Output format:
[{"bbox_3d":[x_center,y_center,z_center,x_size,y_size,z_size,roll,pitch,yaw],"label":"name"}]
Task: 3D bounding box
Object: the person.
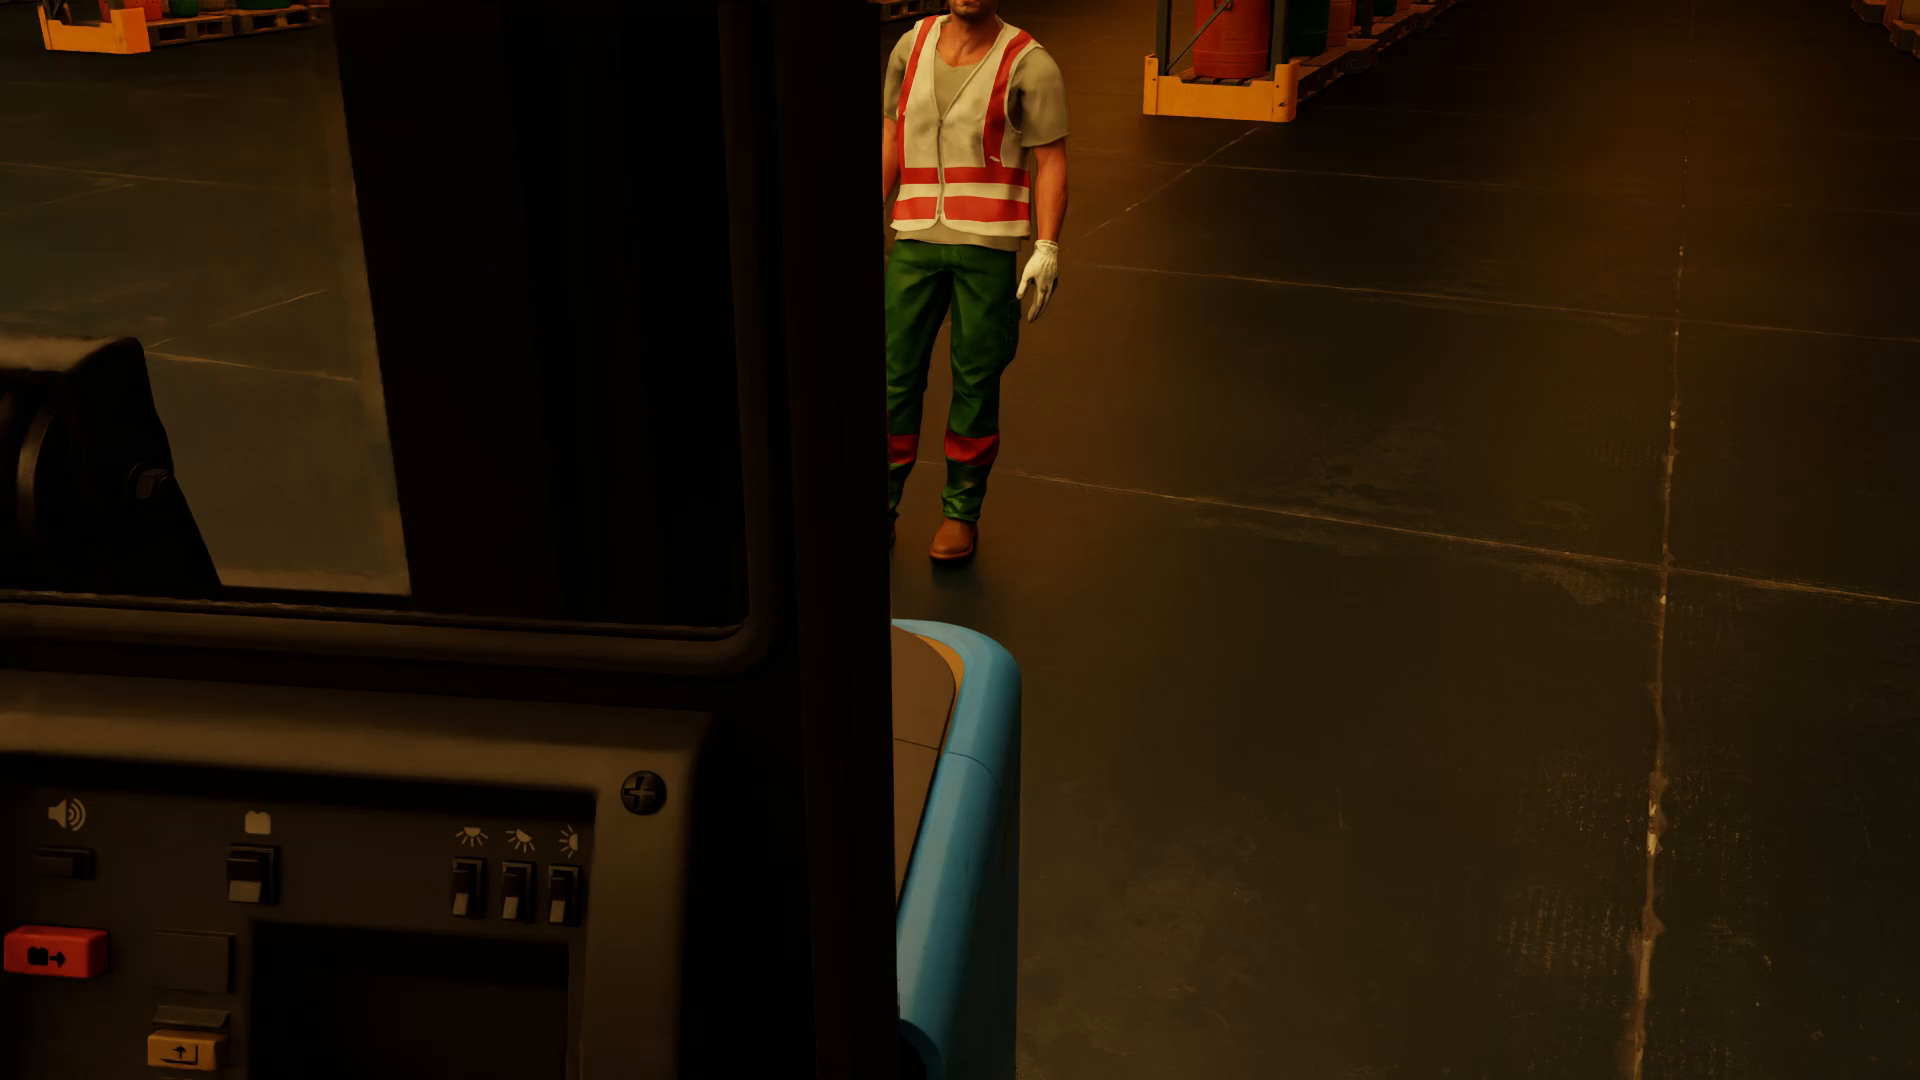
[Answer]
[{"bbox_3d":[-0.042,-0.806,4.681,0.637,1.787,0.564,9,24,21],"label":"person"}]
